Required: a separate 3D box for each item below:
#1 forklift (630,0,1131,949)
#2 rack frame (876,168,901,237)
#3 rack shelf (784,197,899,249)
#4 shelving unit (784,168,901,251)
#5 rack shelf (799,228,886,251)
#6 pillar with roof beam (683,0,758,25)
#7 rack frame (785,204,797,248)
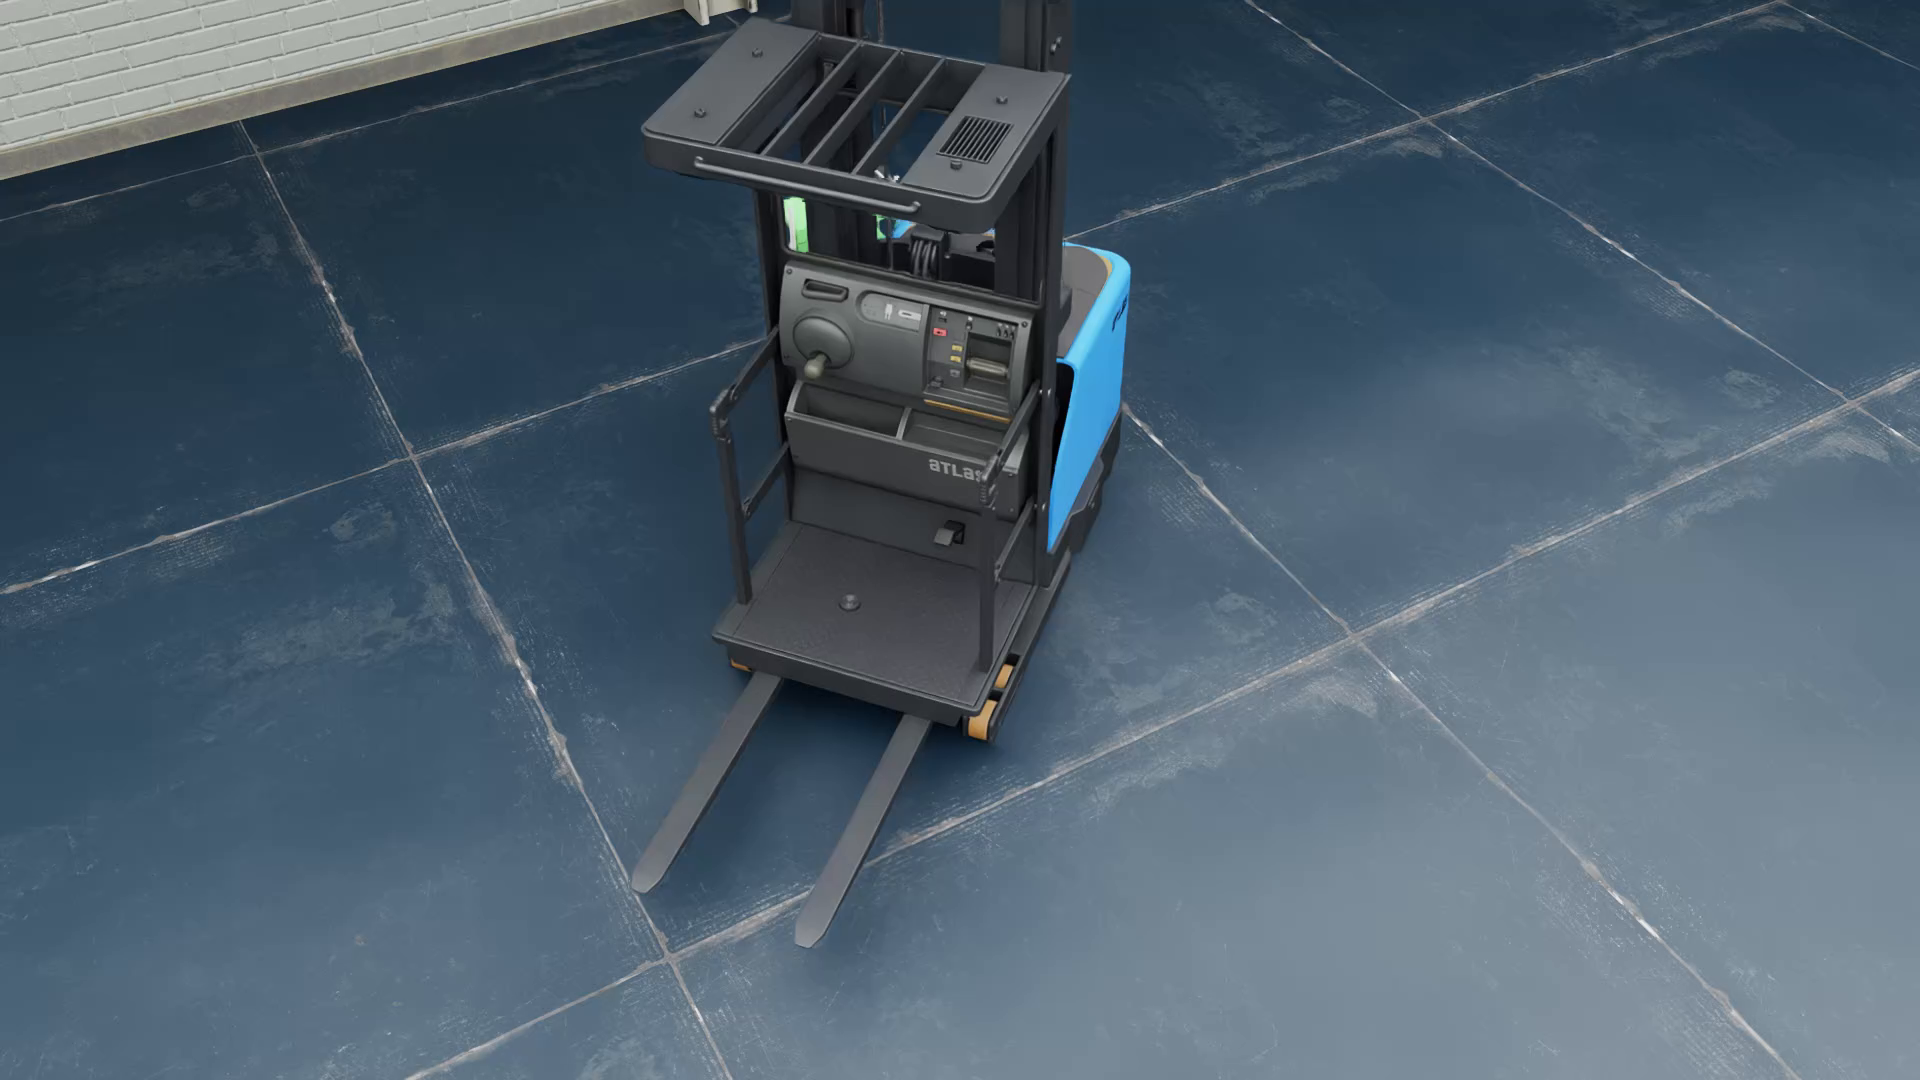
[{"bbox_3d":[-0.274,-0.614,5.708,1.130,2.935,3.031,15,46,15],"label":"forklift"},{"bbox_3d":[-0.319,-1.181,7.535,0.015,1.200,0.240,-20,48,-20],"label":"rack frame"},{"bbox_3d":[-0.534,-1.400,7.163,0.480,0.148,0.258,-20,48,-20],"label":"rack shelf"},{"bbox_3d":[-0.534,-1.101,7.452,0.503,1.200,0.258,-20,48,-20],"label":"shelving unit"},{"bbox_3d":[-0.534,-1.227,7.330,0.480,0.148,0.258,-20,48,-20],"label":"rack shelf"},{"bbox_3d":[0.601,-4.051,4.892,0.400,9.000,9.100,-22,48,-21],"label":"pillar with roof beam"},{"bbox_3d":[-0.749,-1.021,7.370,0.015,1.200,0.240,-20,48,-20],"label":"rack frame"}]
